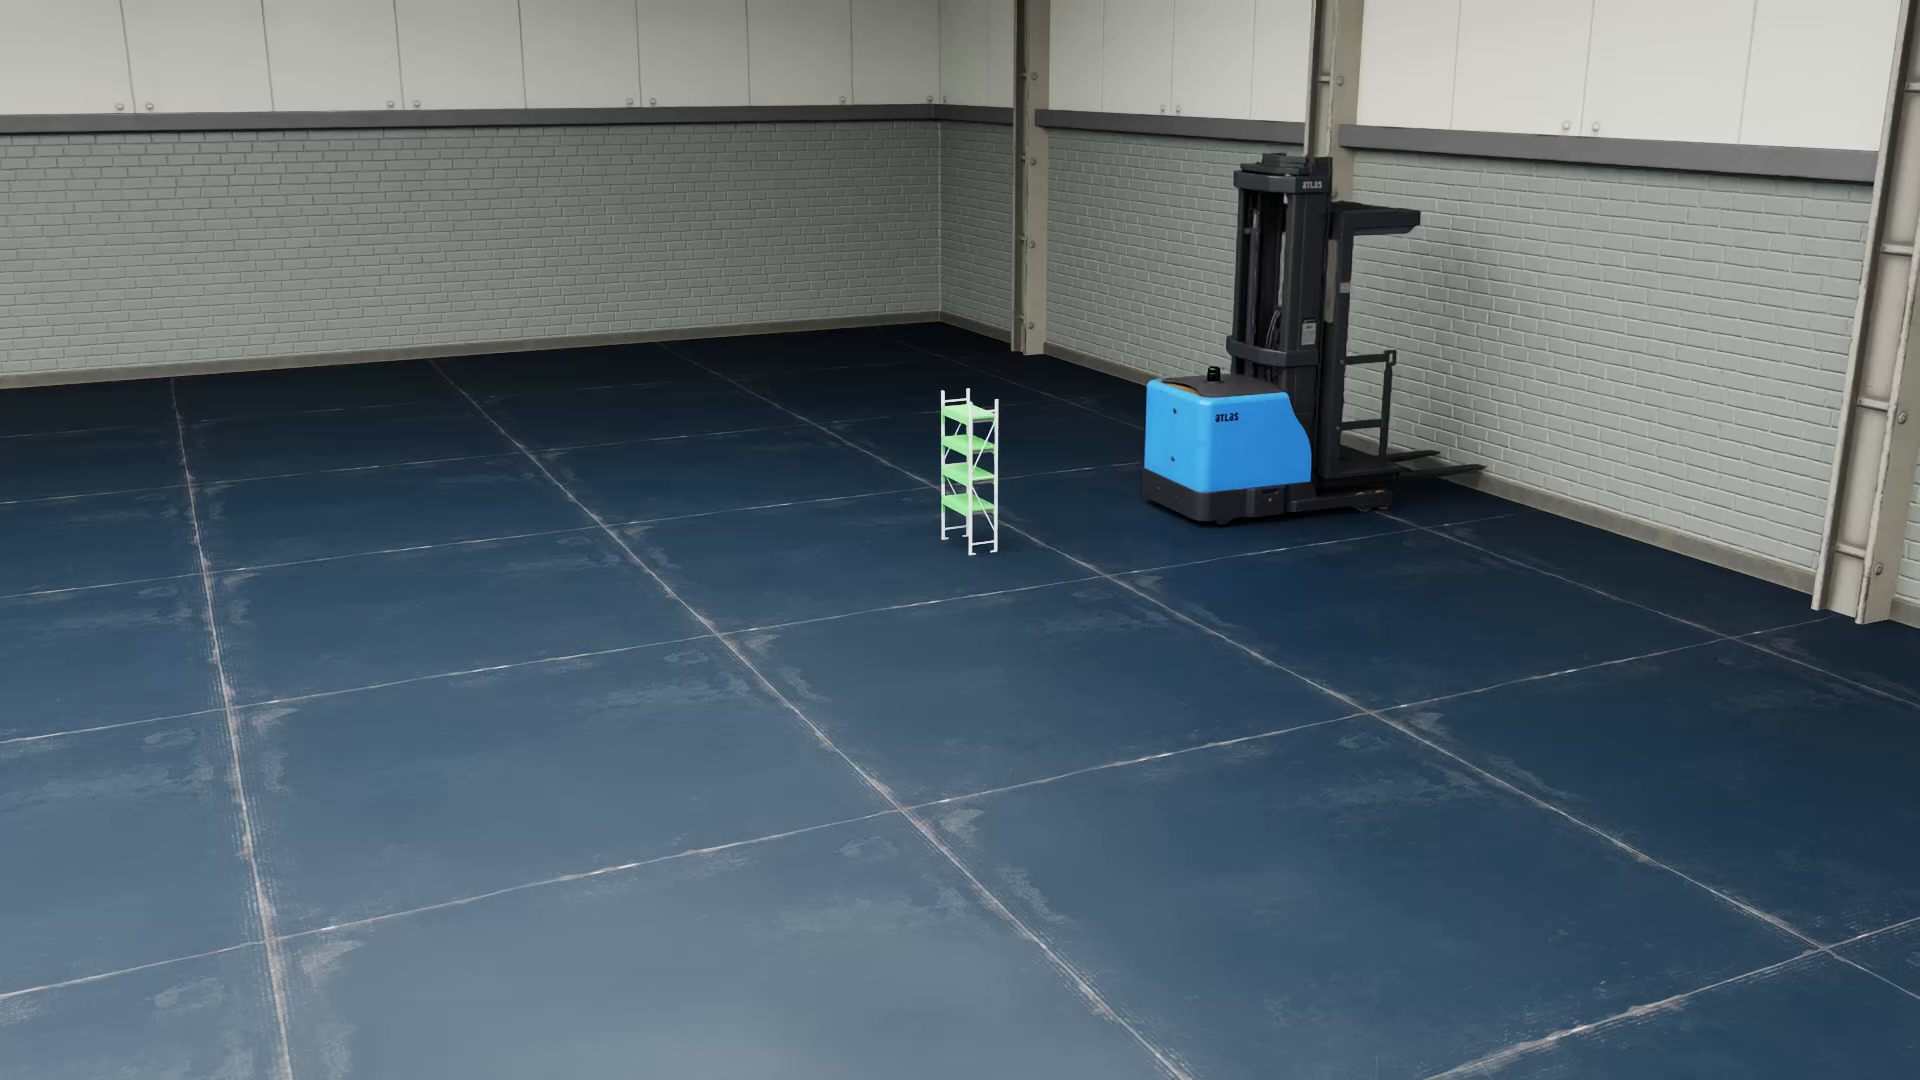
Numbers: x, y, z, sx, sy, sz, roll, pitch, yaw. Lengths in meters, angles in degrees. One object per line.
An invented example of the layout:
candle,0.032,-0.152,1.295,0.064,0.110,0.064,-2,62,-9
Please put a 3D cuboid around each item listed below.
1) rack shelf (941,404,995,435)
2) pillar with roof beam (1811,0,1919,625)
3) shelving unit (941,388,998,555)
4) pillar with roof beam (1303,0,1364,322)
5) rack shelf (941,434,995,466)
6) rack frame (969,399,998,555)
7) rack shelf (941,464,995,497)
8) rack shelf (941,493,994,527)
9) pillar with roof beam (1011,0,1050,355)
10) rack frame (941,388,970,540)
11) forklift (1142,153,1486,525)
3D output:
rack shelf,0.073,-0.936,12.827,0.258,0.148,0.480,-8,18,-25
pillar with roof beam,2.285,-3.300,8.436,9.100,9.000,0.400,-8,18,-25
shelving unit,0.073,-0.536,12.942,0.258,1.200,0.503,-8,18,-25
pillar with roof beam,-0.344,-4.788,13.620,9.100,9.000,0.400,-8,18,-25
rack shelf,0.073,-0.705,12.894,0.258,0.148,0.480,-8,18,-25
rack frame,0.179,-0.475,12.731,0.240,1.200,0.015,-8,18,-25
rack shelf,0.073,-0.474,12.960,0.258,0.148,0.480,-8,18,-25
rack shelf,0.073,-0.244,13.026,0.258,0.148,0.480,-8,18,-25
pillar with roof beam,-2.972,-6.275,18.804,9.100,9.000,0.400,-8,18,-25
rack frame,-0.034,-0.596,13.153,0.240,1.200,0.015,-8,18,-25
forklift,3.138,-1.774,14.117,3.031,2.935,1.130,-6,17,-21
